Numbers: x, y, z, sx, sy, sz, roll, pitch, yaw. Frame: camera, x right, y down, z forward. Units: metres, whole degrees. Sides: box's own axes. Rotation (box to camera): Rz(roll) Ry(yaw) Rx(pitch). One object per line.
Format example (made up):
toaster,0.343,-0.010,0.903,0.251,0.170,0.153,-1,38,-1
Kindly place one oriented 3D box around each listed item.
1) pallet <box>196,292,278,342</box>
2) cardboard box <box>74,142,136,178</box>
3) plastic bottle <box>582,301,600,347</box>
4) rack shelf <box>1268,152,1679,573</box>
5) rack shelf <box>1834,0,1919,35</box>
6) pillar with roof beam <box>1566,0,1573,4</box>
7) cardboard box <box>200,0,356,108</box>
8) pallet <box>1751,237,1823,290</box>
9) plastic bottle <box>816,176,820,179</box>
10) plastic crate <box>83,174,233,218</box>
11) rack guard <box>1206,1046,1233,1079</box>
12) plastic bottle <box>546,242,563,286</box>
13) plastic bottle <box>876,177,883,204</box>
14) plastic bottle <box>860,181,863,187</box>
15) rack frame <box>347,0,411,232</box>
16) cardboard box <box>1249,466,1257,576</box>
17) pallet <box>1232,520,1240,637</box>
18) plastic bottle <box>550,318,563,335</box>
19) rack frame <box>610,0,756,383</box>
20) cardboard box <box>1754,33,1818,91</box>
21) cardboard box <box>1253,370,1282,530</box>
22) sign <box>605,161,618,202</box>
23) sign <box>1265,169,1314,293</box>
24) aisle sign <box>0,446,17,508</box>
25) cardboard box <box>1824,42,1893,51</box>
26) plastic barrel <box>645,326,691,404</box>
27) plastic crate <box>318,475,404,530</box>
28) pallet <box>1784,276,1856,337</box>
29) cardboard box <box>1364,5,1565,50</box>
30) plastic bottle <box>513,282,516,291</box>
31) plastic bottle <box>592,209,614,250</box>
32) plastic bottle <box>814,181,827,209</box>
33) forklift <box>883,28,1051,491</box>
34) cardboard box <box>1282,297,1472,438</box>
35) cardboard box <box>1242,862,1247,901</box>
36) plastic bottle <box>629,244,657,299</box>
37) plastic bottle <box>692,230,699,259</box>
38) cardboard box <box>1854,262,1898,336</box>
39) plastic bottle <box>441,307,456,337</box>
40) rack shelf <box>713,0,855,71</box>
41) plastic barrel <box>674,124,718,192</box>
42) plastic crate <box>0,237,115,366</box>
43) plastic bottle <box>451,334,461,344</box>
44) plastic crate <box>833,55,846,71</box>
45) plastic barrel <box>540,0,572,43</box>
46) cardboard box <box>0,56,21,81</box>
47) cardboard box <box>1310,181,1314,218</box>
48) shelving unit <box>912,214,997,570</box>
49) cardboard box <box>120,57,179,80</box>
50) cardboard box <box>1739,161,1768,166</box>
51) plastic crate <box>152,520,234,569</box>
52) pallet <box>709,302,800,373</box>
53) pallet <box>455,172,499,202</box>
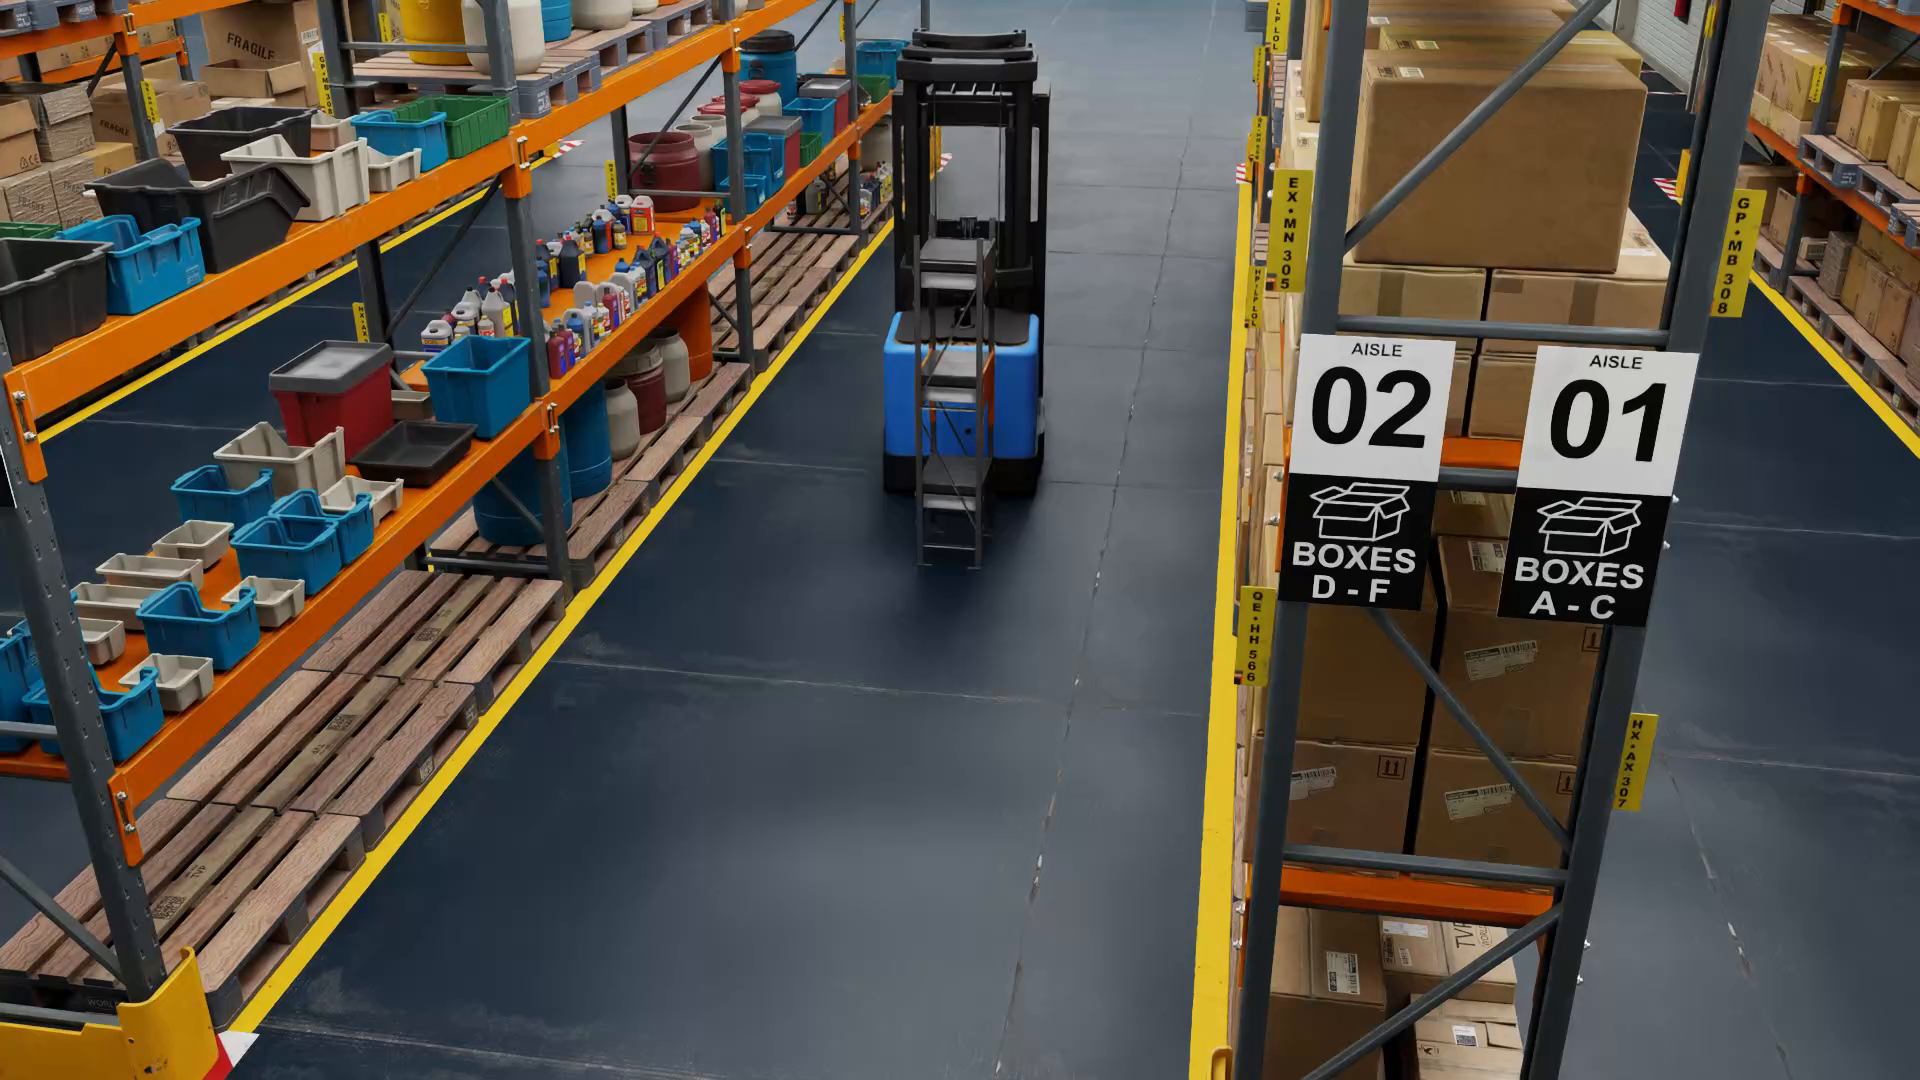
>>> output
pallet,-6.930,-2.099,14.986,1.003,0.211,1.213,4,25,9
cardboard box,-6.895,-2.857,13.198,0.500,0.500,0.500,5,26,10
plastic bottle,-2.269,-1.328,10.200,0.097,0.271,0.097,0,25,0
rack shelf,1.733,-0.871,6.382,1.077,0.370,4.000,4,25,9
rack shelf,7.928,-3.875,12.801,1.077,0.370,4.000,4,25,9
pillar with roof beam,8.342,-15.543,33.340,9.100,9.000,0.400,4,25,9
cardboard box,-6.673,-4.848,16.365,1.000,1.000,1.000,4,25,9
pallet,8.330,-2.699,16.267,1.003,0.211,1.213,4,25,9
plastic bottle,-1.583,-3.903,18.244,0.152,0.276,0.135,4,25,9
plastic crate,-3.387,-1.467,7.118,0.437,0.136,0.530,4,25,9
rack guard,1.419,2.099,5.677,1.175,0.500,0.348,4,25,9
plastic bottle,-2.789,-1.897,11.412,0.152,0.276,0.135,4,25,9
plastic bottle,-0.879,-3.788,17.990,0.061,0.283,0.133,5,26,11
plastic bottle,-1.073,-3.707,17.830,0.097,0.271,0.097,0,25,0
rack frame,-6.405,-4.708,17.271,1.000,3.000,0.127,4,25,9
cardboard box,1.543,-0.102,7.312,0.500,0.500,0.500,4,25,8
pallet,2.156,0.246,9.976,1.003,0.211,1.213,4,25,9
plastic bottle,-2.441,-1.250,10.117,0.097,0.201,0.097,0,25,0
rack frame,-2.173,-2.692,12.963,1.000,3.000,0.127,4,25,9
cardboard box,8.280,-4.815,16.768,0.500,0.500,0.500,5,26,10
cardboard box,1.453,-0.348,6.658,0.500,0.500,0.500,5,26,10
sign,-2.716,-2.801,13.004,0.100,0.325,0.005,4,25,9
sign,0.862,-0.808,4.355,0.100,0.325,0.005,4,25,9
aisle sign,-3.199,-0.473,5.156,0.394,0.787,0.004,4,25,9
cardboard box,8.713,-4.566,16.235,0.500,0.500,0.500,5,25,10
plastic barrel,-2.240,-1.307,12.444,0.421,0.512,0.421,0,25,0
plastic crate,-2.814,-0.178,7.832,0.293,0.136,0.466,4,25,9
pallet,8.129,-2.090,14.966,1.003,0.211,1.213,4,25,9
cardboard box,1.615,-1.494,5.568,0.700,0.500,0.500,4,25,9
plastic bottle,-2.813,-1.511,10.592,0.097,0.271,0.097,0,25,0
plastic bottle,-2.638,-2.284,12.237,0.152,0.276,0.135,4,25,9
plastic bottle,-1.516,-3.701,17.812,0.152,0.276,0.135,4,25,9
forklift,0.088,-2.244,12.088,1.130,2.935,3.031,2,25,3
cardboard box,1.230,-0.525,4.973,0.500,0.250,0.500,4,25,9
cardboard box,1.437,1.405,6.935,0.500,0.250,0.500,4,25,9
plastic bottle,-2.124,-1.796,11.108,0.144,0.351,0.185,4,25,9
plastic bottle,-1.940,-2.138,12.013,0.097,0.201,0.097,0,25,0
cardboard box,7.993,-2.007,13.928,0.700,0.500,0.500,4,25,9
plastic bottle,-3.088,-1.254,10.027,0.061,0.283,0.133,4,25,9
rack shelf,-1.846,-4.561,14.267,1.077,0.370,4.000,4,25,9
plastic barrel,-2.215,-3.188,13.890,0.421,0.512,0.421,0,25,0
plastic crate,-3.142,-0.787,5.510,0.497,0.269,0.590,4,25,9
plastic bottle,-2.955,-1.116,9.830,0.097,0.201,0.097,0,25,0
plastic crate,-1.329,-5.567,19.415,0.298,0.136,0.250,4,25,9
plastic barrel,-2.698,-3.519,10.106,0.600,0.901,0.708,4,25,9
cardboard box,-11.166,-5.549,18.889,0.875,0.550,0.550,4,25,9
cardboard box,1.320,-0.960,5.312,0.500,0.250,0.500,4,25,9
shelving unit,-0.027,-0.882,10.157,0.431,2.100,0.503,4,25,9
cardboard box,-10.674,-5.707,21.415,0.875,0.875,0.875,4,25,9
cardboard box,8.707,-4.050,18.517,0.500,0.311,0.500,1,25,3
plastic crate,-3.412,0.029,7.390,0.298,0.136,0.250,4,25,9
pallet,-2.008,-1.751,14.241,1.003,0.211,1.213,4,25,9
pallet,-6.133,-4.240,19.560,1.003,0.211,1.213,4,25,9
